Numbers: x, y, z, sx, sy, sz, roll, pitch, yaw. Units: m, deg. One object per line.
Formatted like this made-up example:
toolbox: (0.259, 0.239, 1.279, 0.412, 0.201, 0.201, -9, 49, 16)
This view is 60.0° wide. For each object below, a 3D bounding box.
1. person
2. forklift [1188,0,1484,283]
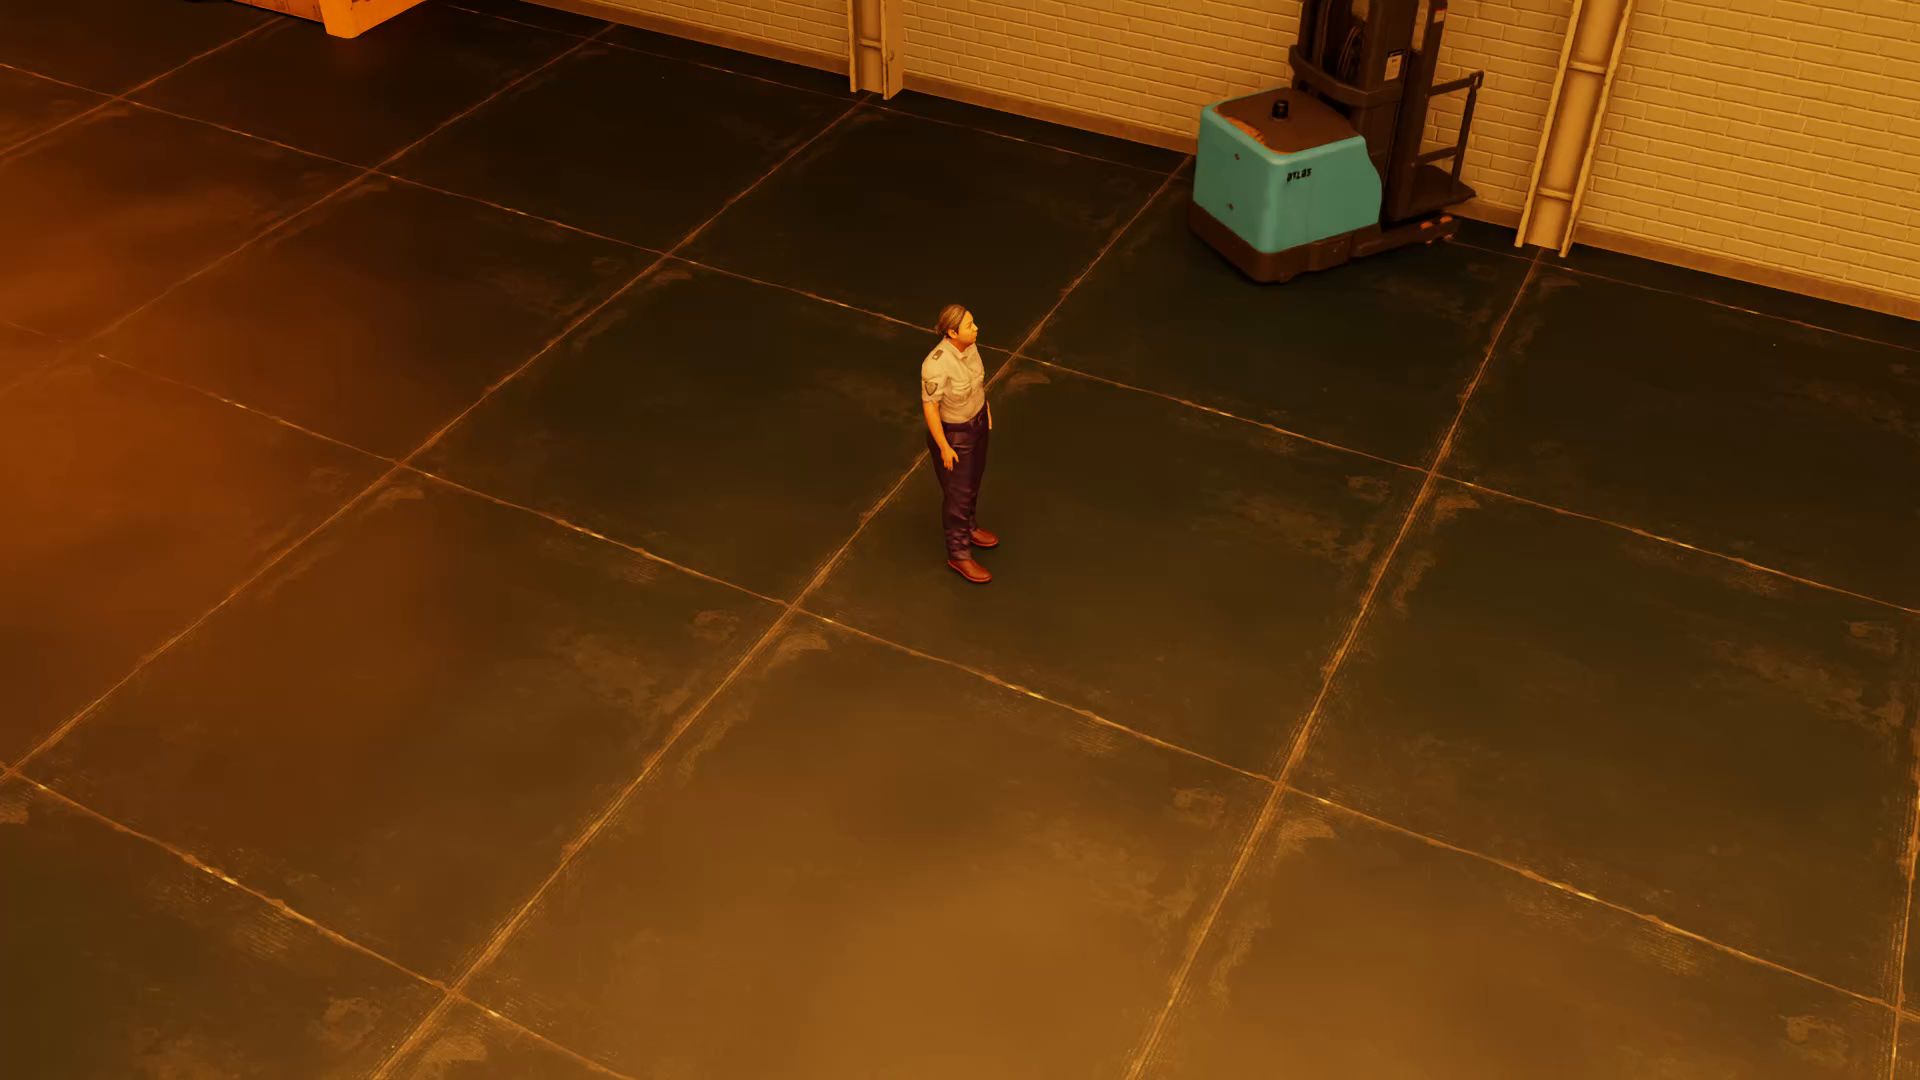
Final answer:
person: (0.069, -0.591, 9.682, 0.502, 1.641, 0.598, 18, 43, 21)
forklift: (3.339, -3.720, 12.403, 3.031, 2.935, 1.130, -19, 44, -21)
